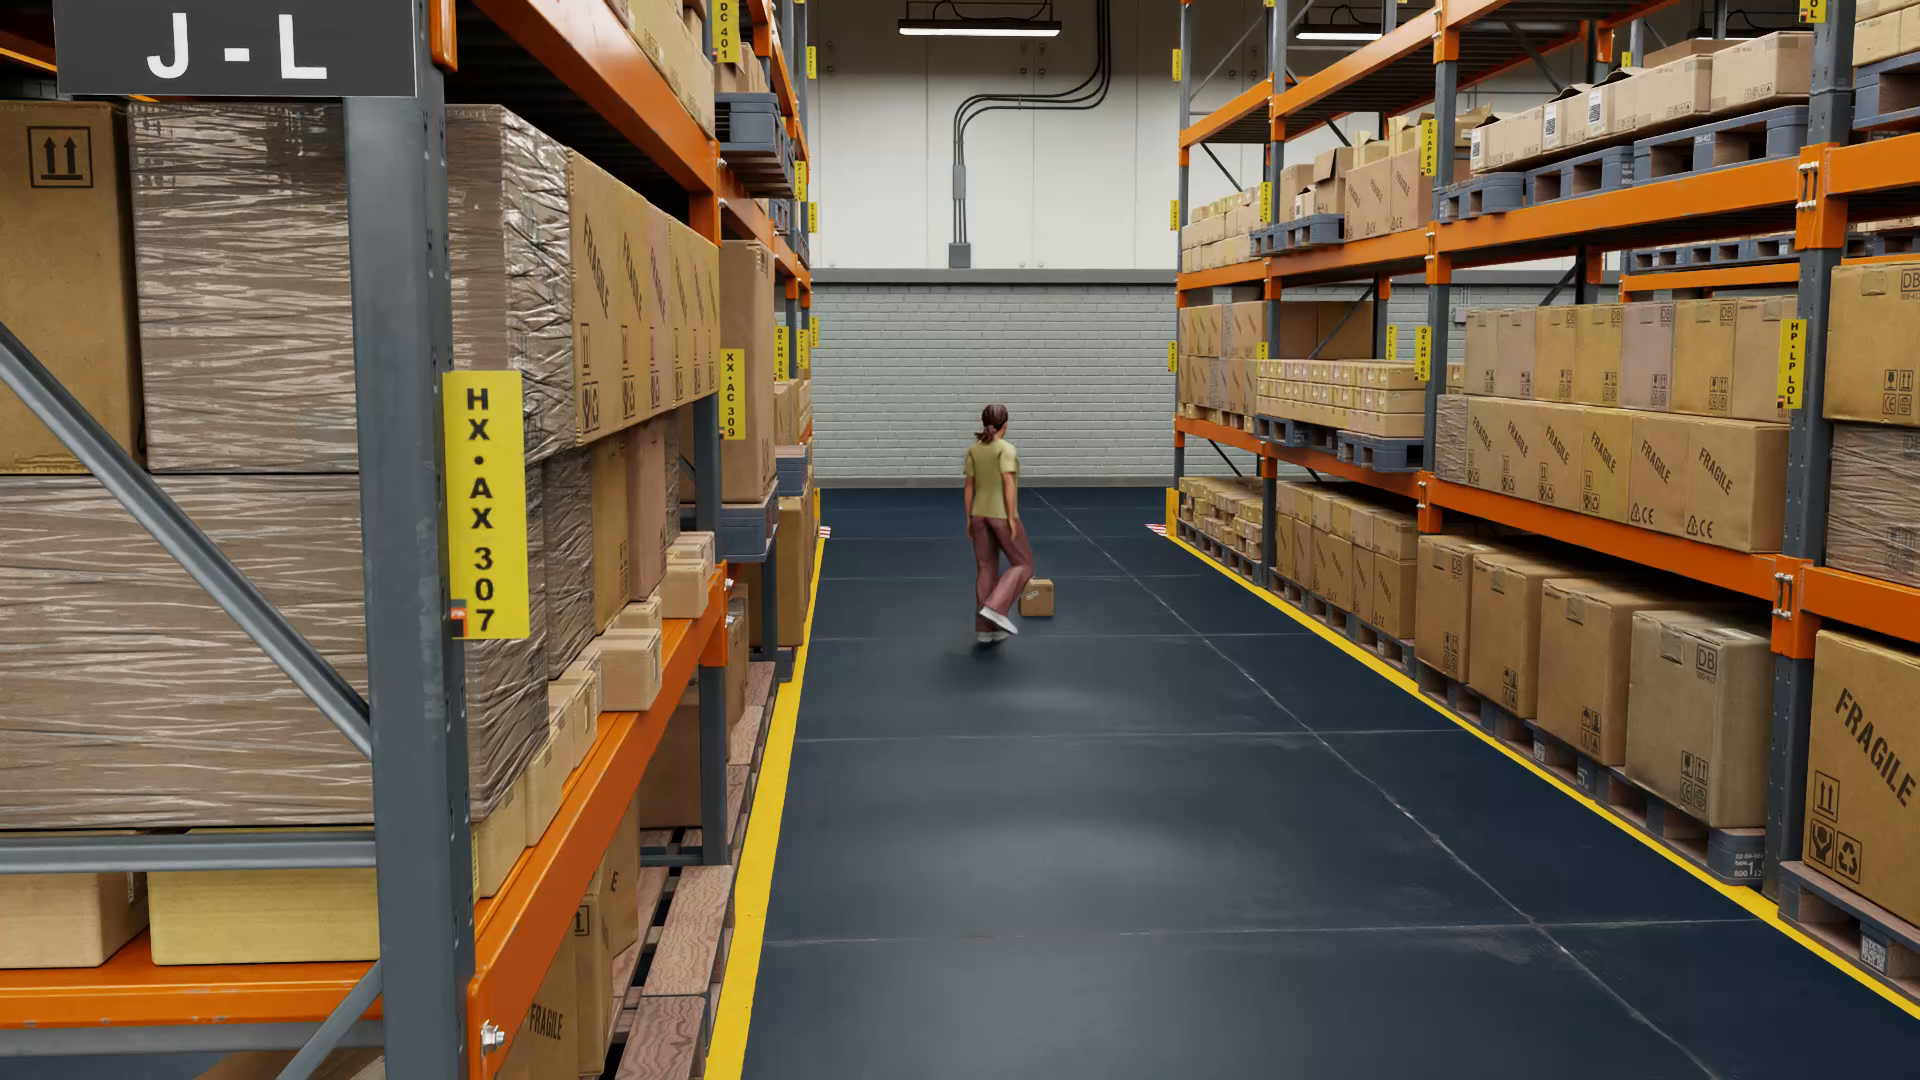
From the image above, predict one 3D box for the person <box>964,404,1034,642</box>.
[{"bbox_3d":[0.220,-0.115,11.609,0.508,1.663,0.489,5,9,36],"label":"person"}]
